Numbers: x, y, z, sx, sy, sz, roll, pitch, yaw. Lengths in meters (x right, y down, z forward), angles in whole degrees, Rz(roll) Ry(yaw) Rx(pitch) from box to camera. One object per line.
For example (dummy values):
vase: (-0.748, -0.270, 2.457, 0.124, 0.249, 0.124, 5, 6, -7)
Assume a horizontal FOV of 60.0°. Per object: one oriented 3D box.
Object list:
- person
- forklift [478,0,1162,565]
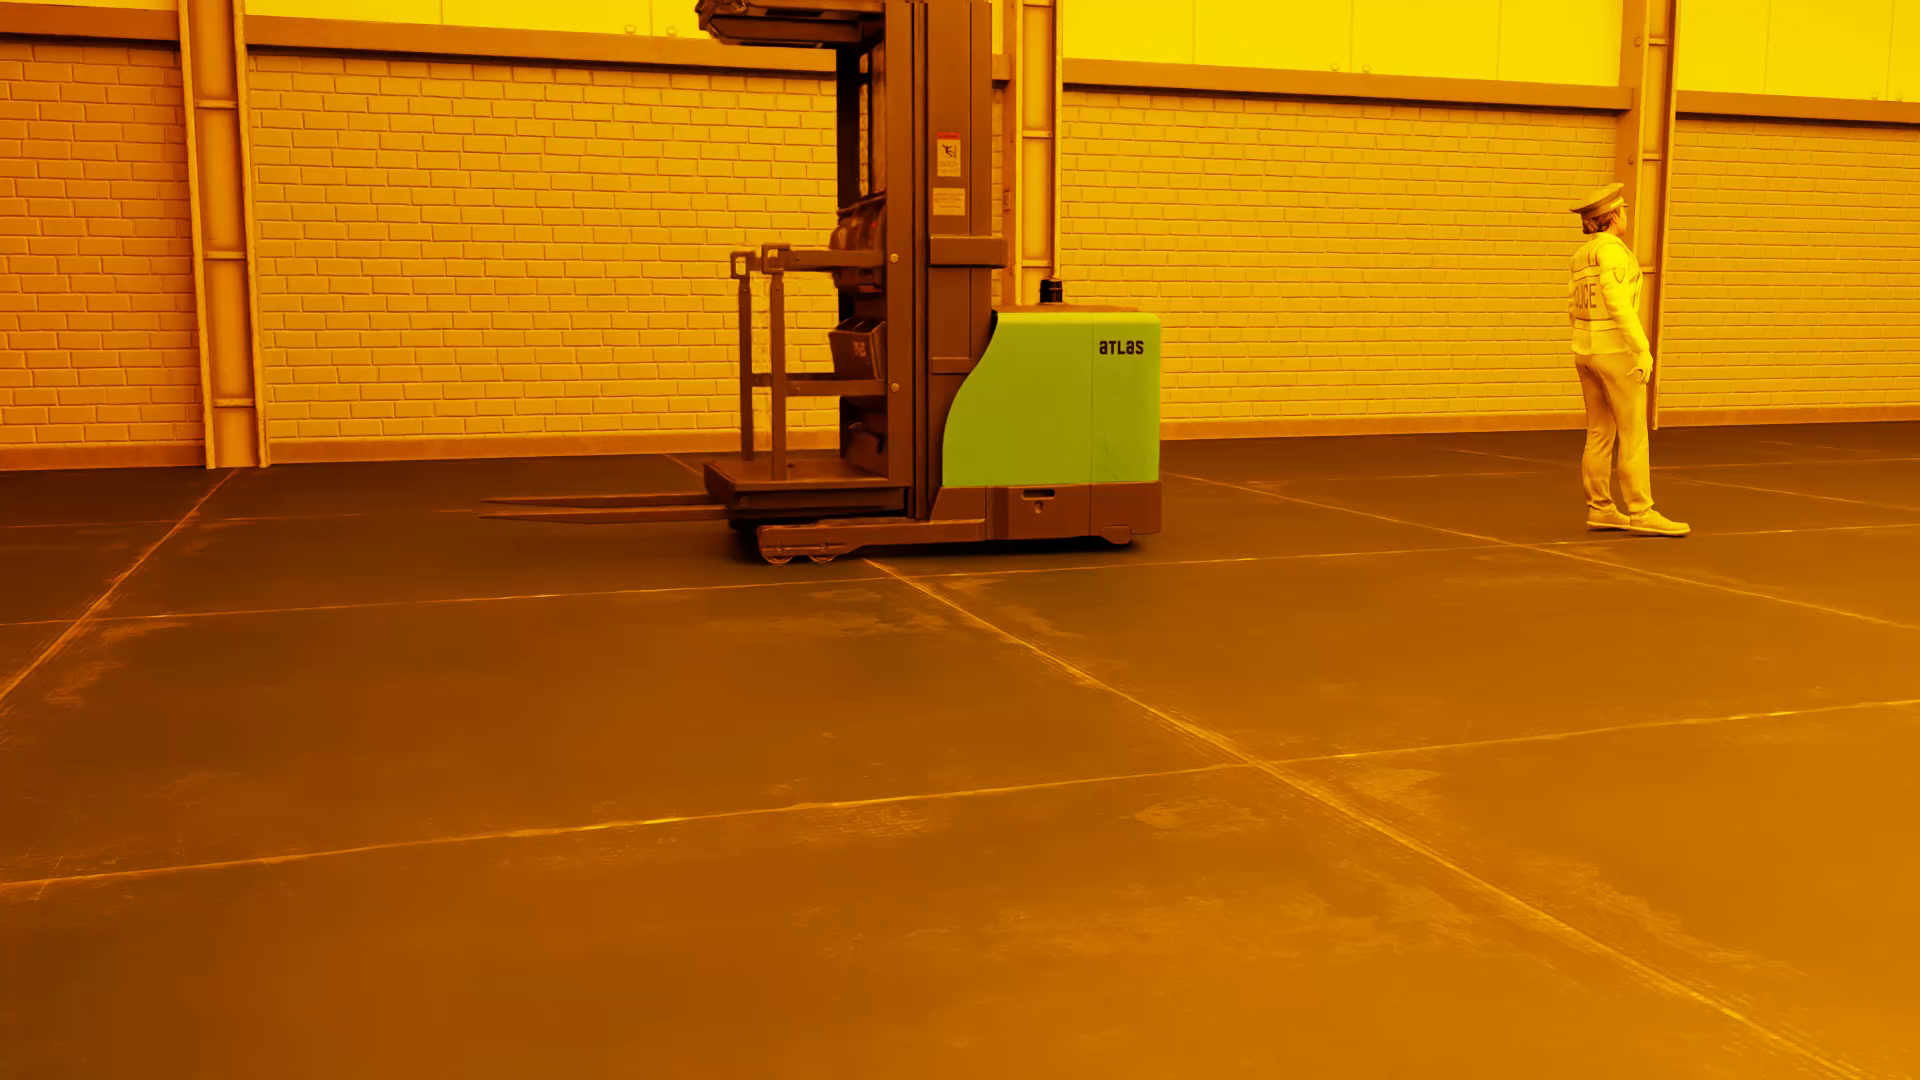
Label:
person: (3.250, -0.894, 8.159, 0.532, 1.694, 0.586, -1, 8, -5)
forklift: (-0.649, -1.425, 7.528, 3.031, 2.935, 1.130, -2, 8, -15)
